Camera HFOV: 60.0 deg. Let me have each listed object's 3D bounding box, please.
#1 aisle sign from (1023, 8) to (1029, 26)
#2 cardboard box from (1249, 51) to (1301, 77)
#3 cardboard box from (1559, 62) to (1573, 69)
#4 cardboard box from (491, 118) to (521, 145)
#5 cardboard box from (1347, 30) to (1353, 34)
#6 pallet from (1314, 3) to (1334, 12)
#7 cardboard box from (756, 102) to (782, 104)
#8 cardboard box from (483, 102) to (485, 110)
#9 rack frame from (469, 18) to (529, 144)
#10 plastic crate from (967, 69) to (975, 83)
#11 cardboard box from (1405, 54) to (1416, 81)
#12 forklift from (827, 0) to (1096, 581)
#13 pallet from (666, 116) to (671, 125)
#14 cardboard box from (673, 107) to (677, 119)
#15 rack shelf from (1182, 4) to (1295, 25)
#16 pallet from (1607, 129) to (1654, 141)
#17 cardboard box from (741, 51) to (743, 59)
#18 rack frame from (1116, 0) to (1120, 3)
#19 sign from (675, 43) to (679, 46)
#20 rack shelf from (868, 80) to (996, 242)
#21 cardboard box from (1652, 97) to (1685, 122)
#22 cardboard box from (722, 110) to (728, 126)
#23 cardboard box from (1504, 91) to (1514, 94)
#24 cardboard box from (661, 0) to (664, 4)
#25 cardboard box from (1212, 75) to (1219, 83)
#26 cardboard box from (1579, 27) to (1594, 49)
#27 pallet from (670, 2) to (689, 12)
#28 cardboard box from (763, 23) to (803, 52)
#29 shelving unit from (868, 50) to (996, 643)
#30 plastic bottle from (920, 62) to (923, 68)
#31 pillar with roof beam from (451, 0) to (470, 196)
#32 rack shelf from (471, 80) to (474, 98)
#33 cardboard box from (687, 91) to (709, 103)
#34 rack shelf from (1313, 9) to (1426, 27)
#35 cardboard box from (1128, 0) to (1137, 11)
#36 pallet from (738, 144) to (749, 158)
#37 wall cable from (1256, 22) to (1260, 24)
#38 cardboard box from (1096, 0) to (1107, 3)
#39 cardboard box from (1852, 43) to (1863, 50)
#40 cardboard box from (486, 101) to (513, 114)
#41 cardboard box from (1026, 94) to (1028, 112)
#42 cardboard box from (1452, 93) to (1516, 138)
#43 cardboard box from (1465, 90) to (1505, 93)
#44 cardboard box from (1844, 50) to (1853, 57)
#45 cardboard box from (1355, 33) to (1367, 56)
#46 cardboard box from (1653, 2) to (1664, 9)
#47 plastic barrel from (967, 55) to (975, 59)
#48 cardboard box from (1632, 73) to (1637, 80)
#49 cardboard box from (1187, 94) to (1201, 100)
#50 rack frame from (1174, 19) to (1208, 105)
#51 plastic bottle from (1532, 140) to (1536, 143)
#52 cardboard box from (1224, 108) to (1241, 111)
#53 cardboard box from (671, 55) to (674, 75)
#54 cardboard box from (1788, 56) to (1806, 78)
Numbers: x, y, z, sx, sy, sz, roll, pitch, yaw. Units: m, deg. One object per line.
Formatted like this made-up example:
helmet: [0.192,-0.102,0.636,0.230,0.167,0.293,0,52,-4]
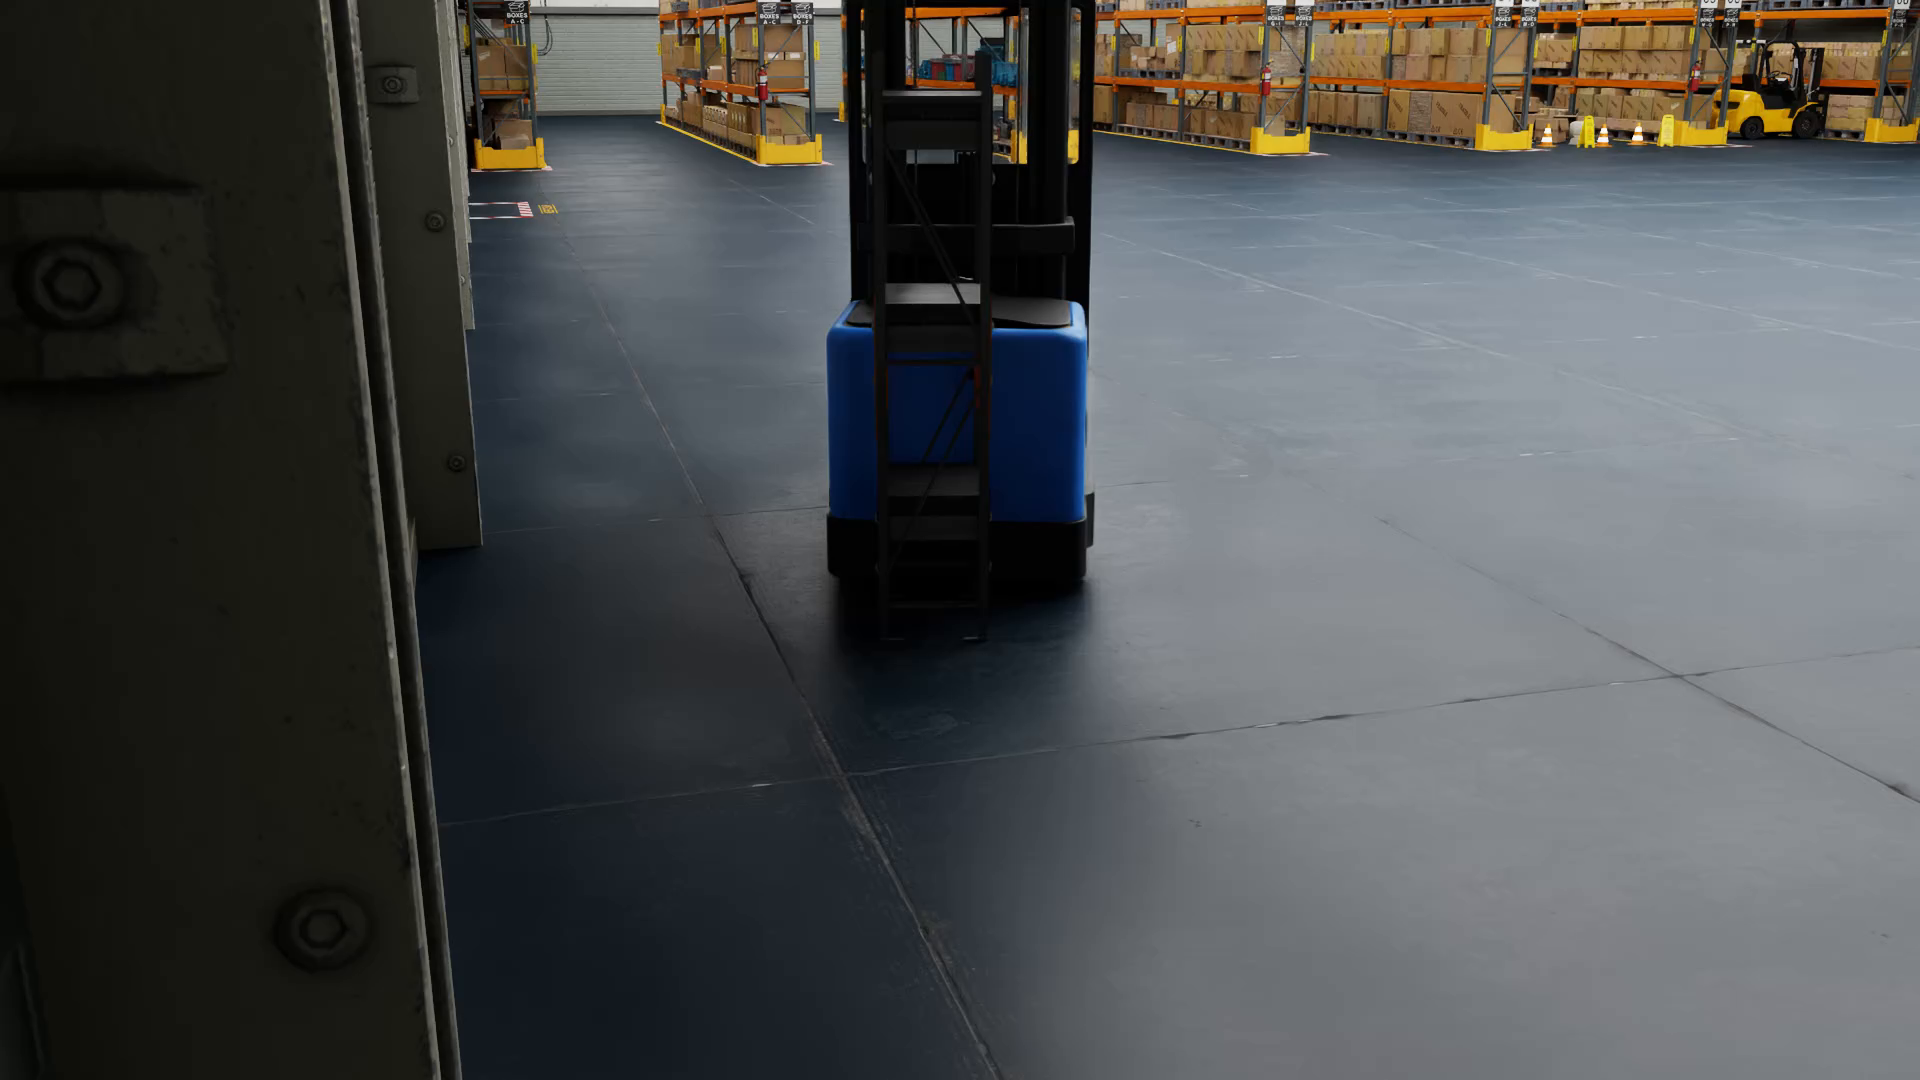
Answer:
aisle sign: [1.368,-9.954,30.858,0.394,0.787,0.004,-5,17,-15]
cardboard box: [6.271,-9.489,33.136,0.875,0.500,0.500,-5,17,-15]
cardboard box: [14.418,-11.235,39.348,0.380,0.149,0.250,-4,17,-14]
cardboard box: [-8.668,-7.805,31.803,0.500,0.500,0.500,-6,18,-19]
cardboard box: [11.550,-14.852,48.641,0.380,0.149,0.250,-5,18,-17]
pallet: [9.222,-12.893,40.276,1.213,0.211,1.003,-4,17,-13]
cardboard box: [-3.766,-8.462,33.154,0.500,0.500,0.500,-5,17,-15]
cardboard box: [-11.724,-10.936,42.259,0.700,0.500,0.500,-5,18,-17]
rack frame: [-8.991,-9.076,32.452,1.000,3.000,0.127,-5,17,-15]
plastic crate: [0.556,-9.674,34.553,0.767,0.338,0.504,-5,17,-15]
cardboard box: [10.379,-10.435,36.717,0.875,0.550,0.550,-5,17,-15]
forklift: [0.061,-1.611,7.722,1.130,2.935,3.031,1,17,3]
pallet: [-7.286,-11.211,44.407,1.003,0.211,1.213,-5,17,-15]
cardboard box: [-7.064,-10.947,42.590,0.500,0.311,0.500,-5,17,-15]
rack shelf: [5.846,-10.789,34.193,1.077,0.370,4.000,-5,17,-15]
pallet: [15.382,-9.178,37.638,1.003,0.211,1.213,-5,17,-15]
cardboard box: [-4.060,-9.455,32.413,0.380,0.149,0.250,-5,18,-17]
rack frame: [4.197,-14.230,39.183,1.000,3.000,0.127,-5,17,-15]
sign: [-6.948,-12.051,40.852,0.100,0.325,0.005,-5,17,-15]
rack shelf: [-0.103,-1.350,5.894,0.431,0.518,0.480,-1,18,-2]
cardboard box: [15.453,-9.372,36.184,0.500,0.500,0.500,-5,17,-15]
cardboard box: [-4.617,-8.711,34.311,0.500,0.311,0.500,-5,17,-15]
cardboard box: [16.622,-13.180,49.732,0.500,0.500,0.500,-4,17,-14]
cardboard box: [-7.506,-14.090,43.324,0.500,0.250,0.500,-5,17,-15]
cardboard box: [5.491,-9.633,34.744,0.380,0.149,0.250,-5,17,-15]
cardboard box: [14.737,-11.564,38.308,0.700,0.500,0.500,-5,17,-16]
pallet: [-6.316,-12.842,40.103,1.213,0.211,1.003,-5,17,-15]
cardboard box: [-3.261,-9.176,30.357,0.700,0.500,0.500,-5,17,-15]
shelving unit: [-0.104,-0.697,6.105,0.431,2.100,0.503,-1,18,-2]
plastic bottle: [-0.904,-11.466,40.495,0.144,0.351,0.185,-5,17,-15]
pillar with roof beam: [-3.128,-9.648,23.930,9.100,9.000,0.400,-5,17,-15]
rack shelf: [-9.541,-9.284,34.397,1.077,0.370,4.000,-5,17,-15]
cardboard box: [-6.255,-10.624,39.884,0.500,0.250,0.500,-5,17,-15]
rack shelf: [9.543,-12.260,39.089,1.077,0.370,4.000,-5,17,-15]
cardboard box: [4.222,-12.430,38.664,0.500,0.250,0.500,-4,17,-14]
pallet: [-3.712,-7.572,32.292,1.003,0.211,1.213,-5,17,-15]
wall cable: [9.955,-16.413,55.057,0.585,1.953,0.123,-5,17,-15]
cardboard box: [3.638,-13.437,40.855,0.500,0.500,0.500,-4,17,-12]
cardboard box: [20.199,-11.041,37.175,0.380,0.149,0.250,-4,17,-14]
cardboard box: [-9.334,-8.772,33.718,0.500,0.250,0.500,-5,17,-16]
cardboard box: [2.251,-12.583,47.090,0.875,0.875,0.875,-5,17,-15]
cardboard box: [10.942,-8.874,34.744,0.875,0.875,0.875,-5,17,-15]
cardboard box: [13.616,-11.522,43.558,0.875,0.875,0.875,-5,17,-16]
cardboard box: [20.162,-10.968,37.450,0.380,0.149,0.250,-5,17,-16]
cardboard box: [9.669,-11.560,38.812,0.700,0.500,0.500,-5,17,-15]
cardboard box: [15.297,-11.603,36.090,0.380,0.149,0.250,-5,17,-16]
plastic barrel: [0.280,-10.409,36.654,0.433,0.535,0.433,0,17,0]
cardboard box: [15.214,-10.318,37.025,0.380,0.149,0.250,-5,17,-15]
cardboard box: [6.750,-12.736,47.830,0.380,0.149,0.250,-5,17,-15]
rack frame: [6.795,-13.934,48.626,1.000,3.000,0.127,-5,17,-15]
plastic bottle: [12.478,-8.756,36.494,0.133,0.061,0.283,-12,20,-34]
cardboard box: [7.459,-11.745,45.564,0.380,0.149,0.250,-4,17,-15]
cardboard box: [-7.099,-12.132,42.451,0.500,0.500,0.500,-4,17,-14]
cardboard box: [19.767,-11.049,38.848,0.500,0.500,0.500,-5,17,-16]
